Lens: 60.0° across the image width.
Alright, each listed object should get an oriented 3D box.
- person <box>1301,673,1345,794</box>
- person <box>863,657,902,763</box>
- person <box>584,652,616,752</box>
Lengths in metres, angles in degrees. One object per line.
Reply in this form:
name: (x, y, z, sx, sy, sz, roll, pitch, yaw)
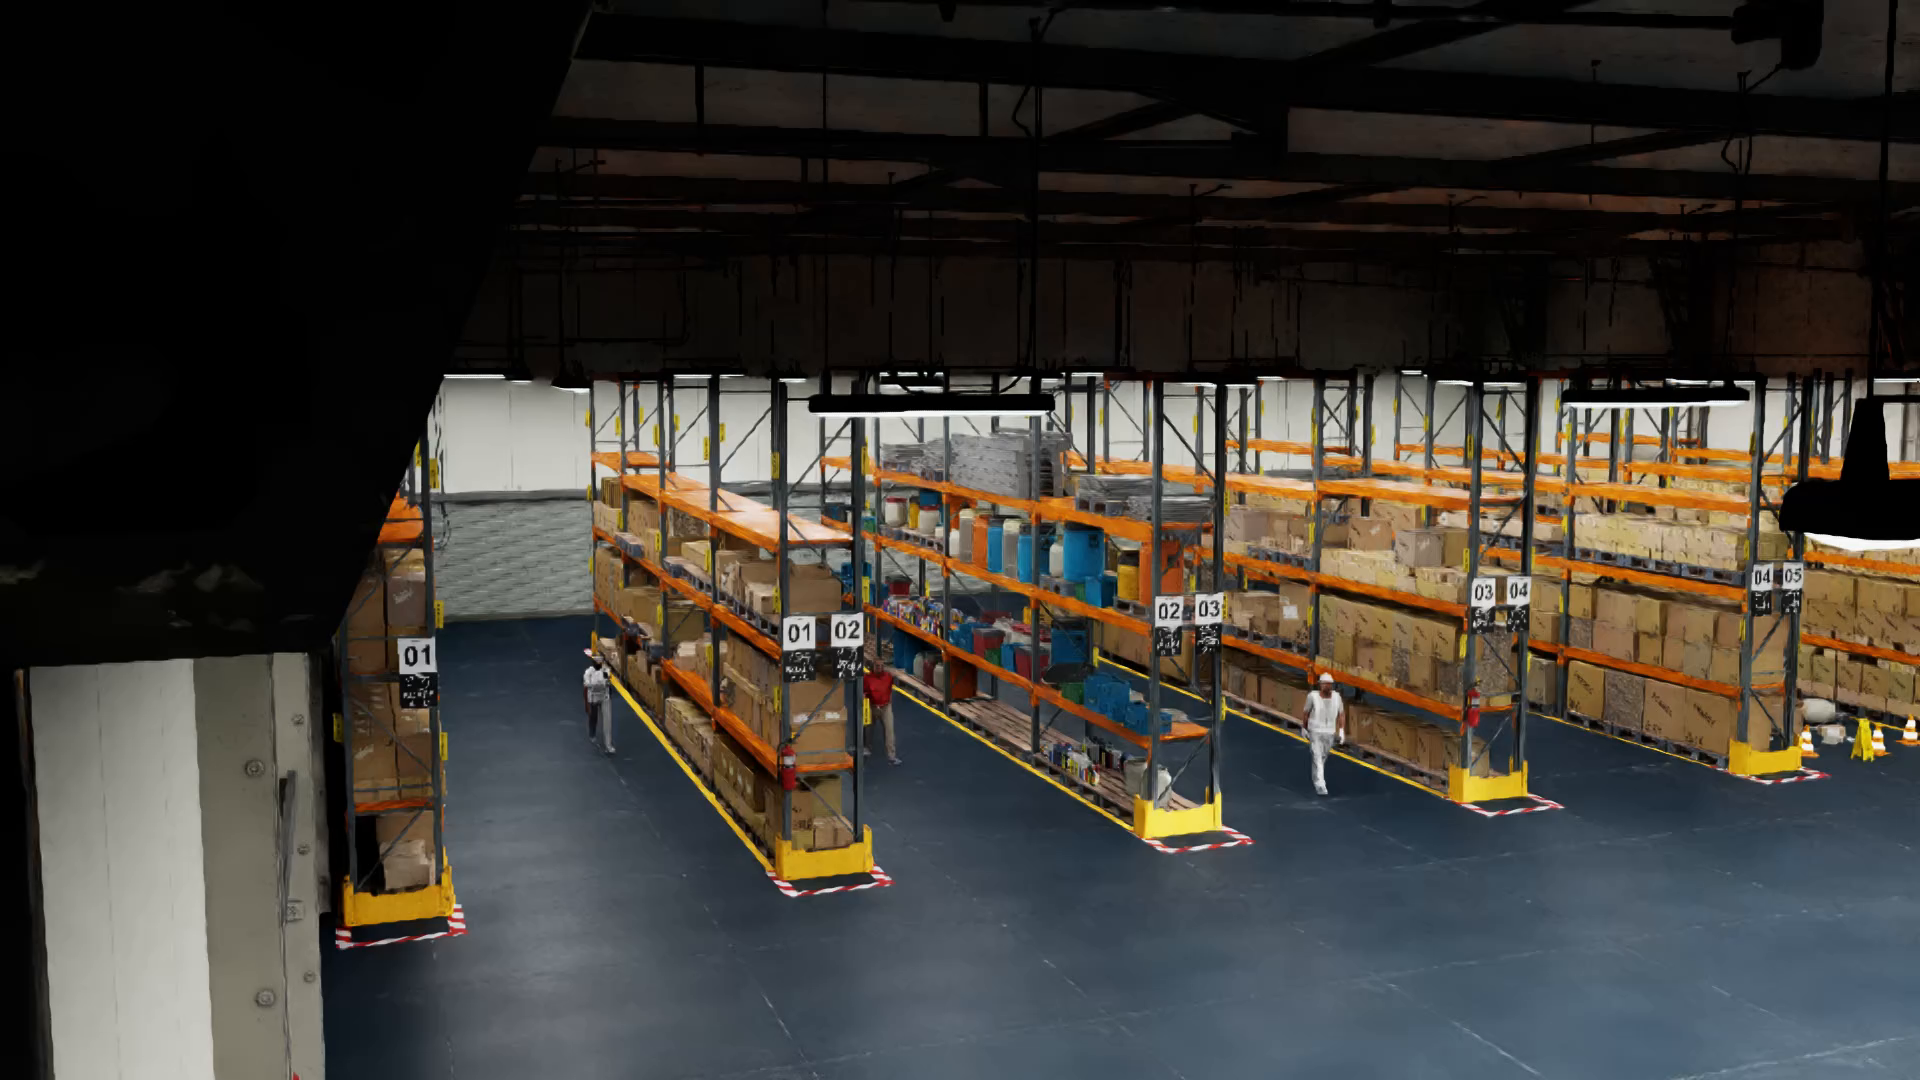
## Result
person: (5.291, 2.773, 24.134, 0.554, 1.722, 1.037, -1, 6, -11)
person: (-1.282, 2.616, 25.843, 0.542, 1.645, 1.126, -2, 7, -18)
person: (-5.796, 2.555, 26.638, 0.456, 1.589, 1.088, -2, 7, -18)
